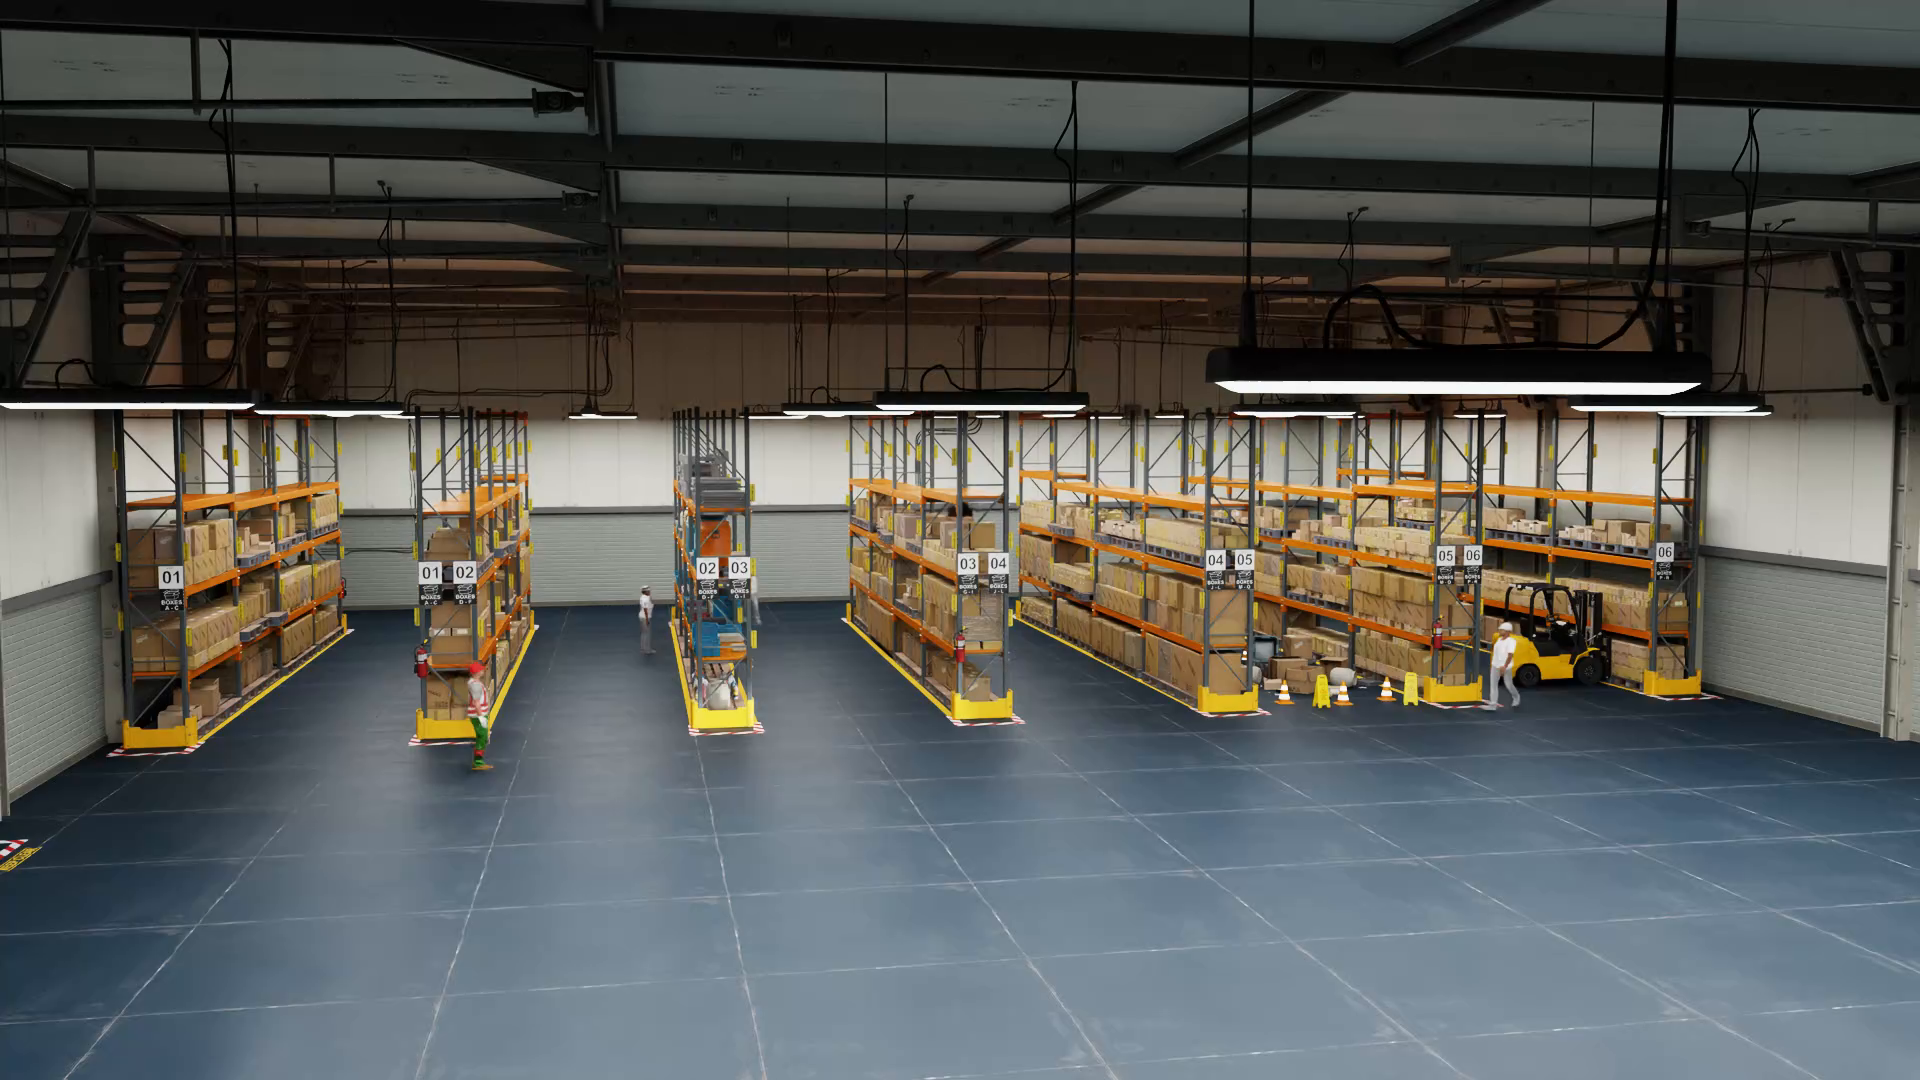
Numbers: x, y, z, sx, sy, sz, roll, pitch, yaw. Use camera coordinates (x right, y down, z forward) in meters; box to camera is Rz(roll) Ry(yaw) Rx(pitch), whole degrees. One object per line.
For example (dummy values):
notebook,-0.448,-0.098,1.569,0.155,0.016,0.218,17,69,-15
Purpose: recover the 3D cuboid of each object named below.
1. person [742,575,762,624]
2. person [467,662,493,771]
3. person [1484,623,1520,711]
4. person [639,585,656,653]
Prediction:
person,-5.948,1.483,47.050,0.563,1.724,0.973,-2,5,-27
person,-7.912,2.912,27.371,0.425,1.822,0.615,0,4,-5
person,10.798,2.509,32.983,0.987,1.733,0.521,-3,5,-41
person,-7.712,1.954,41.037,0.391,1.680,0.519,-1,4,-15
